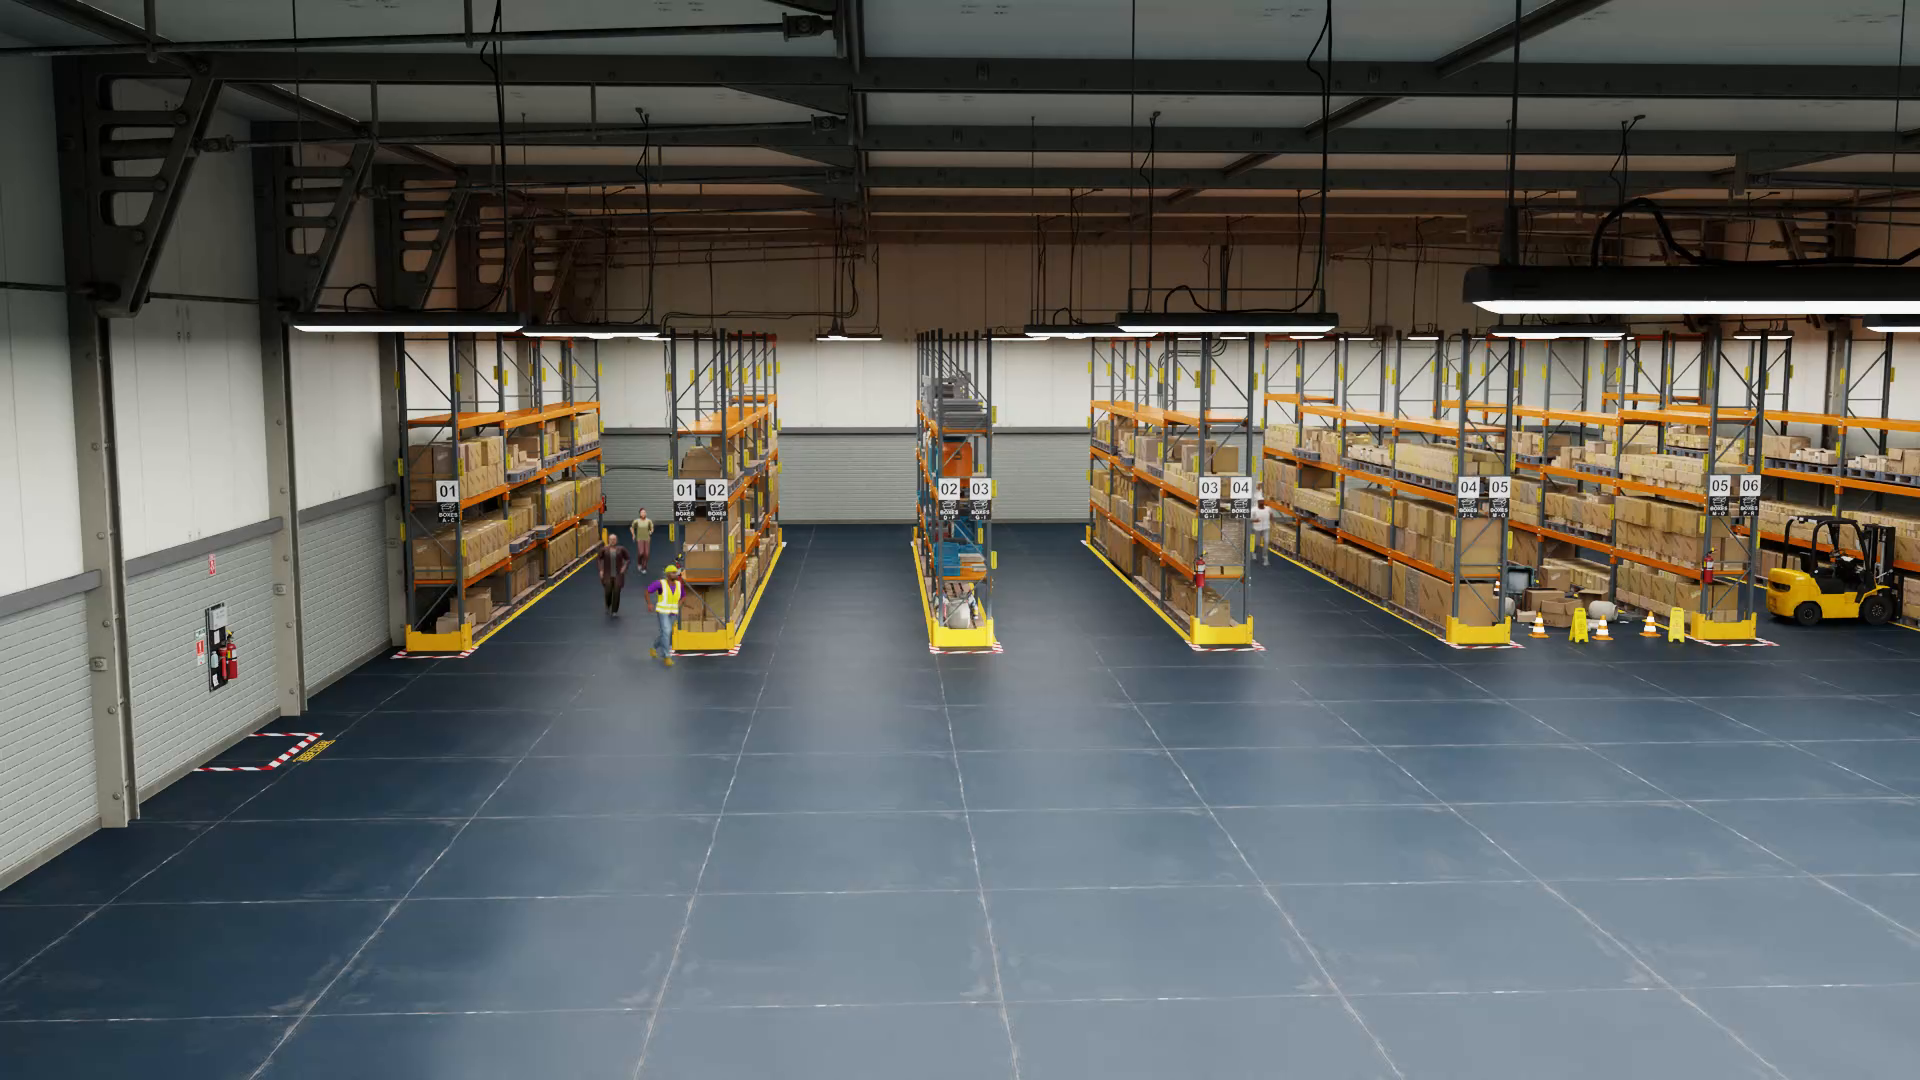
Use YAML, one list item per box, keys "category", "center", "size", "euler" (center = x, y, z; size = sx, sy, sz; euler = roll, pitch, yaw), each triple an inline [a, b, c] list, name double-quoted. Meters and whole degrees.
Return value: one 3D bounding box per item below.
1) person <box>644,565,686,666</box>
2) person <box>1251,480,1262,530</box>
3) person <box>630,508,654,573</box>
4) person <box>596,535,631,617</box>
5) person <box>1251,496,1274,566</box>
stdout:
- category: "person"
  center: [-5.261, 1.321, 29.980]
  size: [0.746, 1.739, 0.943]
  euler: [-6, 9, -42]
- category: "person"
  center: [8.867, -0.898, 48.845]
  size: [0.723, 1.750, 0.676]
  euler: [-3, 7, -21]
- category: "person"
  center: [-7.888, 0.028, 41.425]
  size: [0.566, 1.629, 0.550]
  euler: [-2, 7, -20]
- category: "person"
  center: [-7.251, 0.754, 34.857]
  size: [0.722, 1.746, 0.628]
  euler: [-1, 7, -12]
- category: "person"
  center: [7.863, -0.265, 43.340]
  size: [0.707, 1.768, 0.969]
  euler: [0, 7, -2]
